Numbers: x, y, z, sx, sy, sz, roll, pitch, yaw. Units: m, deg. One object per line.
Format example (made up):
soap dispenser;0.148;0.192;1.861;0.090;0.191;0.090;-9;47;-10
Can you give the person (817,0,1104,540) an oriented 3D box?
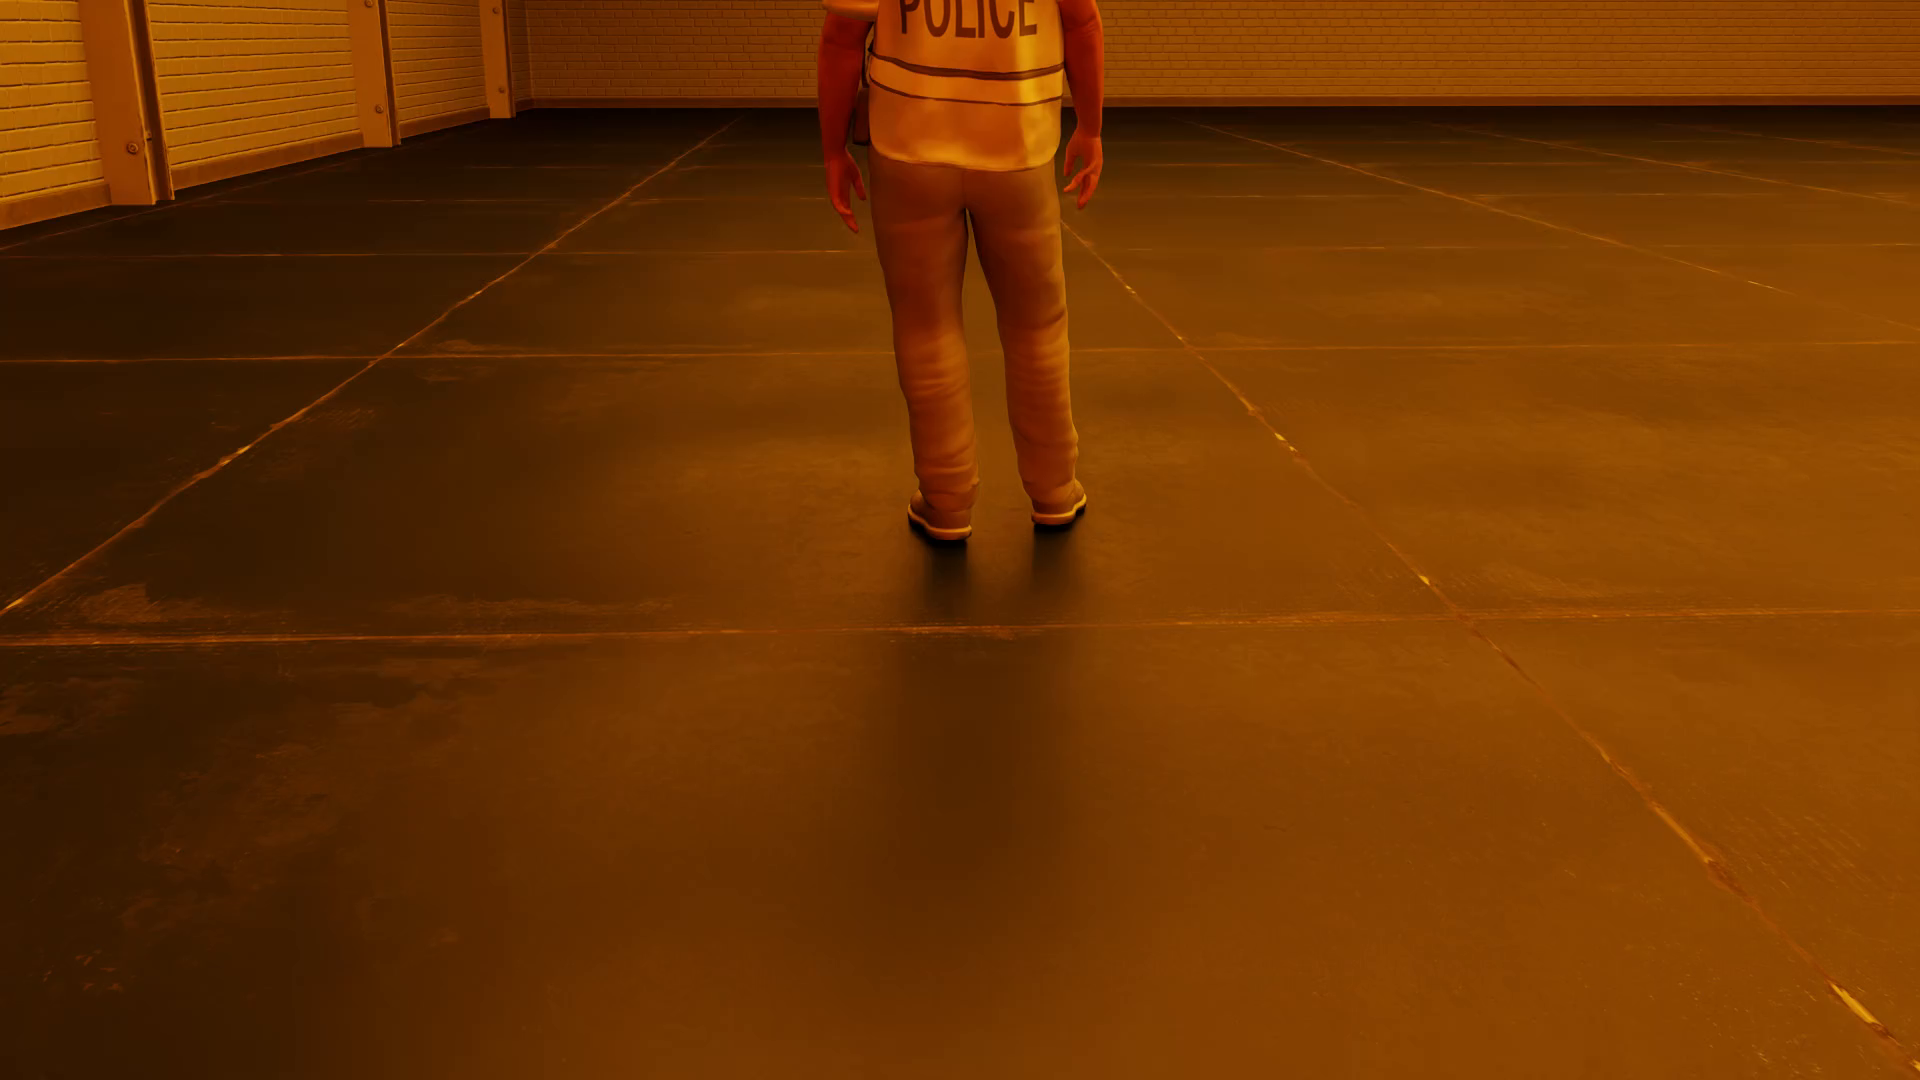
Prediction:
person;0.008;-0.882;3.730;0.640;1.781;0.575;-1;17;-3
